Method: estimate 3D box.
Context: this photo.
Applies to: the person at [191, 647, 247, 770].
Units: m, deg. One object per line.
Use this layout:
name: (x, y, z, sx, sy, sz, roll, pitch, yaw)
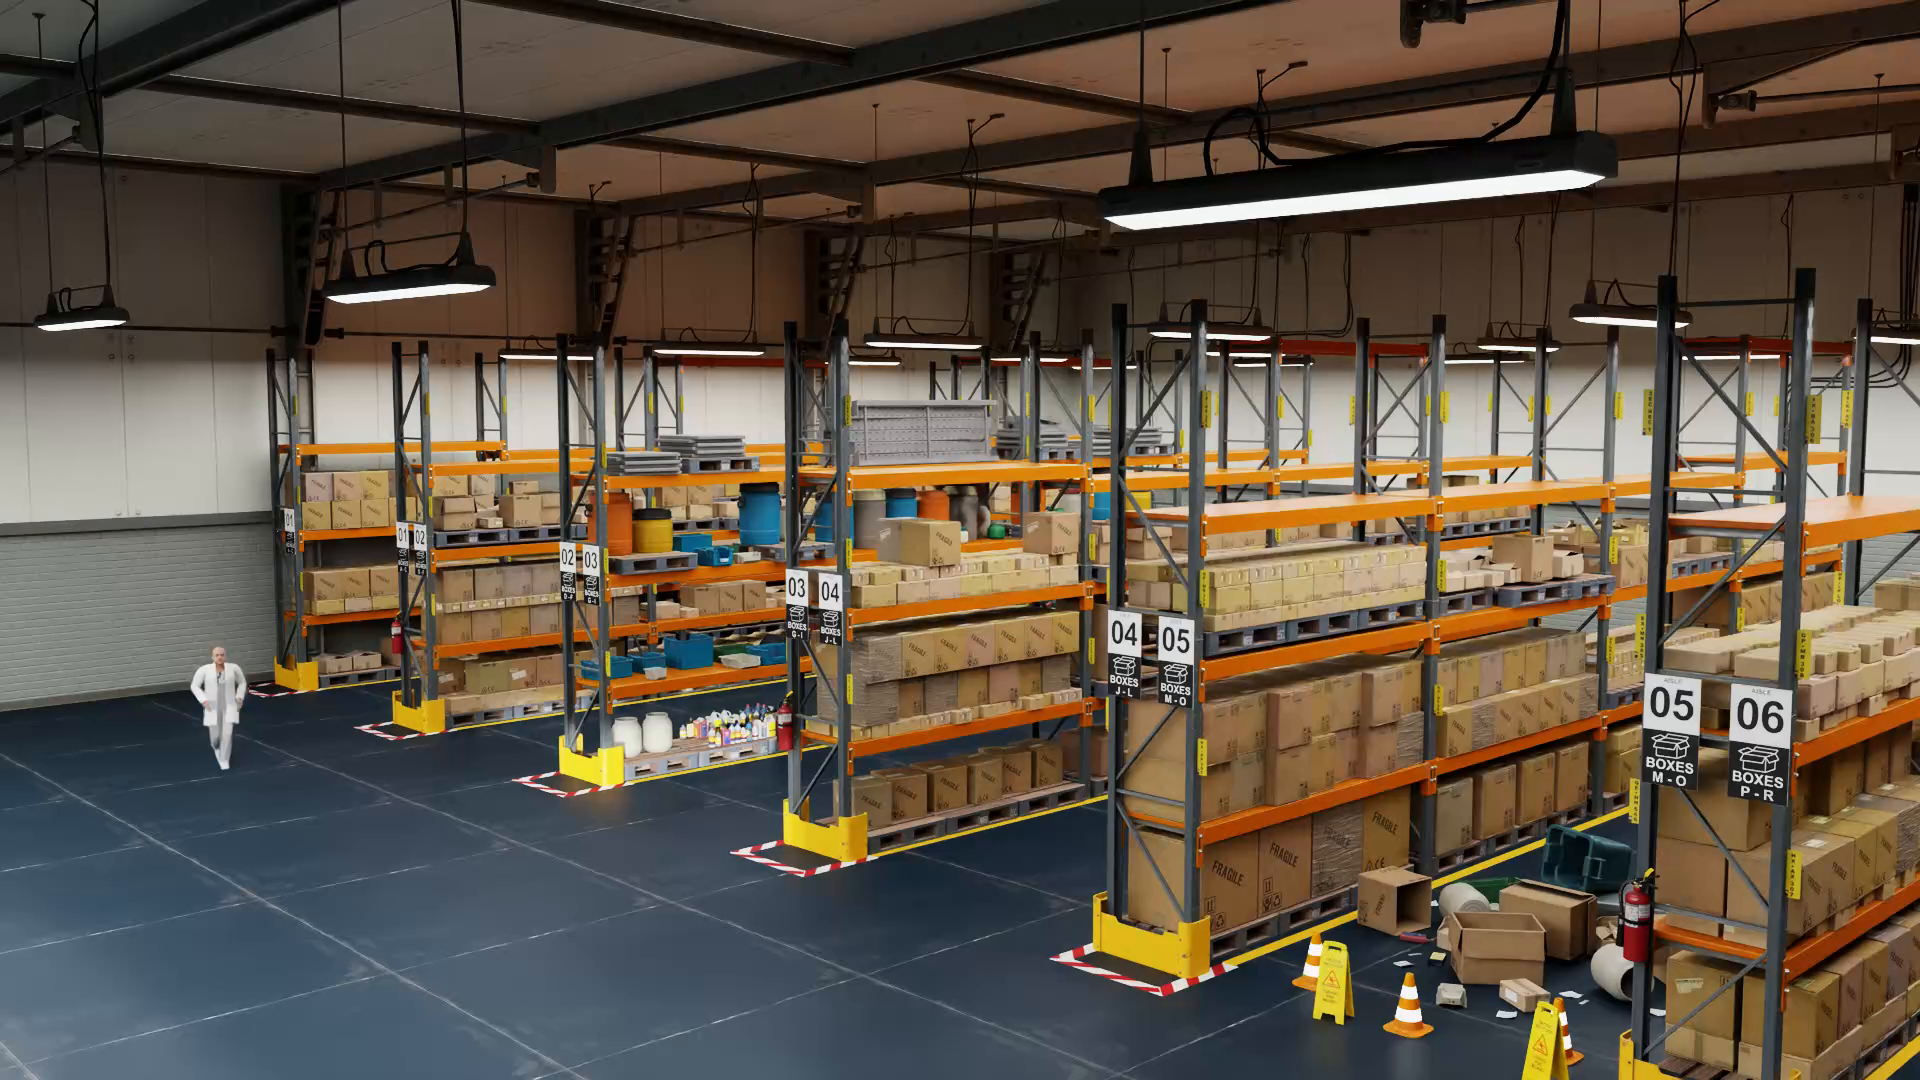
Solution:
person: (-10.295, 2.317, 23.125, 0.712, 1.712, 0.694, -2, 5, -25)
